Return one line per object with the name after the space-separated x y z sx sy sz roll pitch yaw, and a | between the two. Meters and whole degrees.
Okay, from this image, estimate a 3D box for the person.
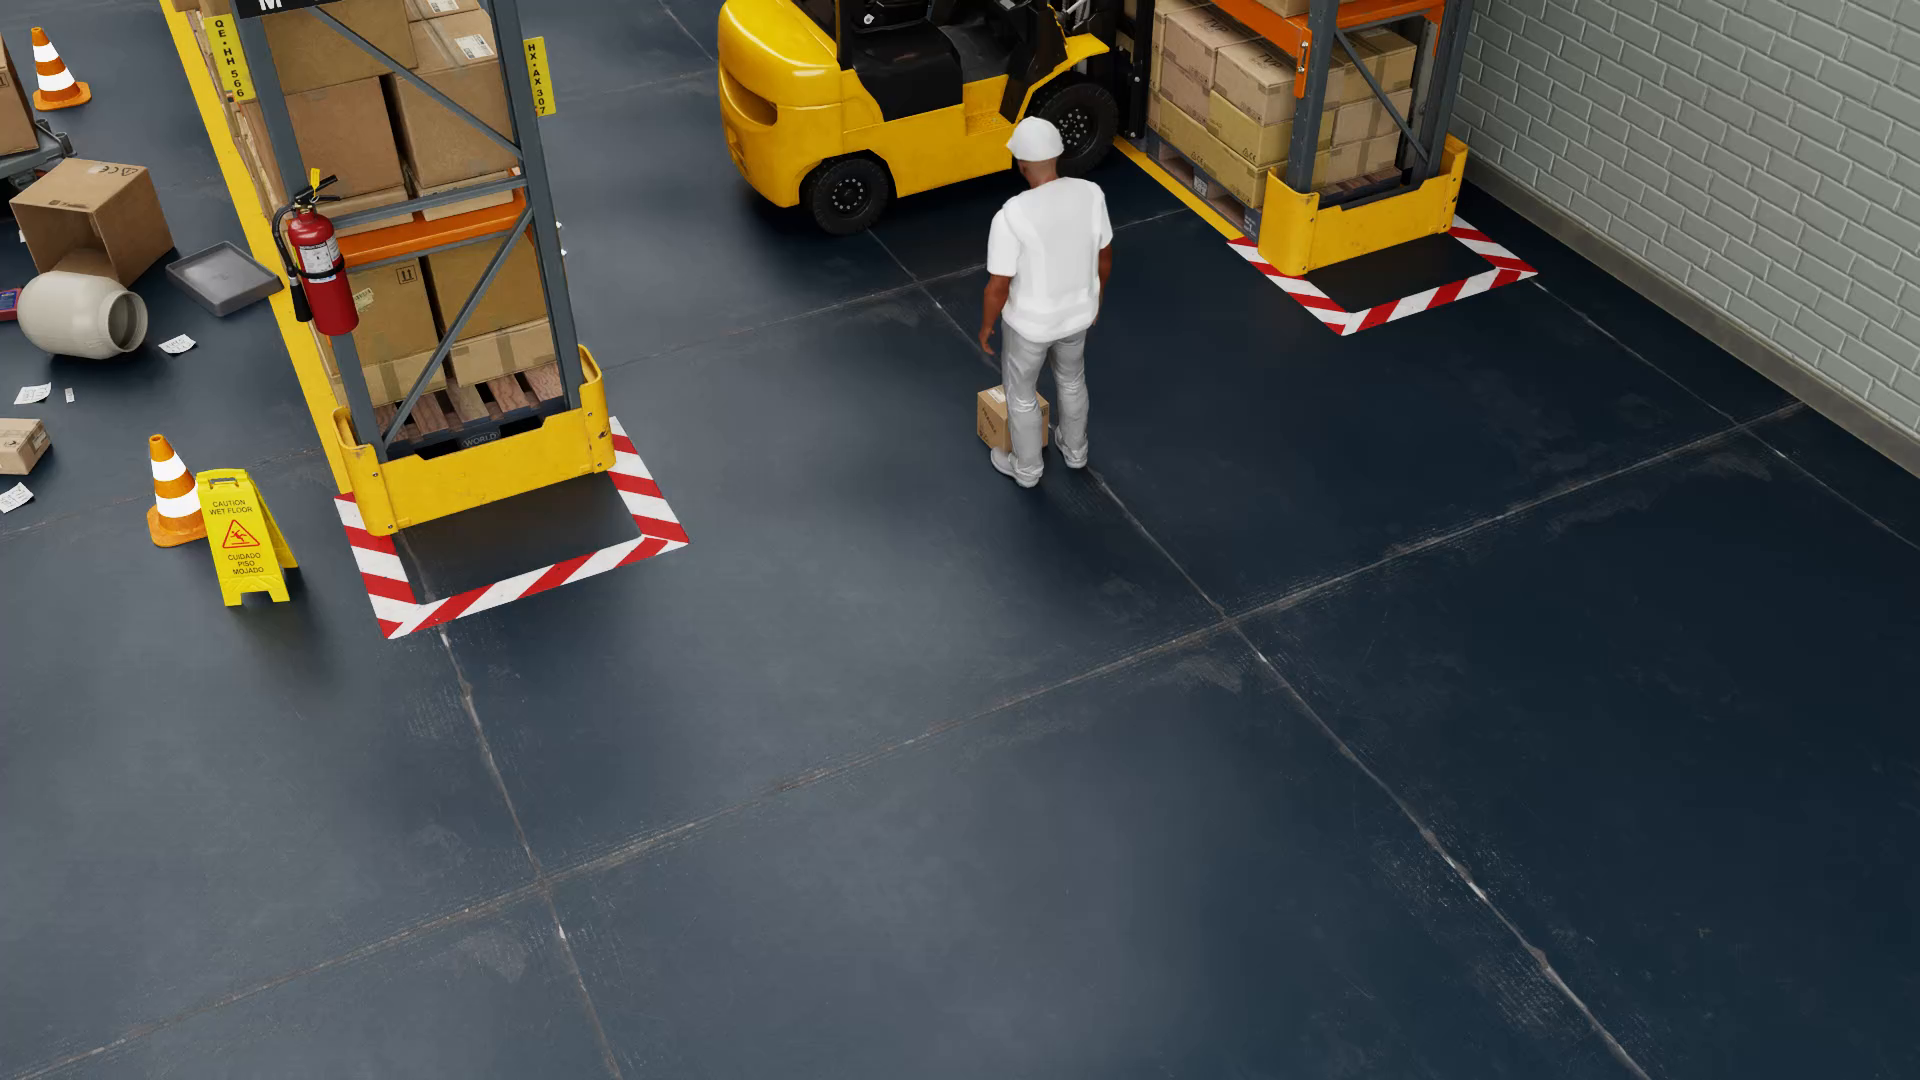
0.367 -1.021 7.318 0.629 1.761 0.462 -19 45 -21 | person
